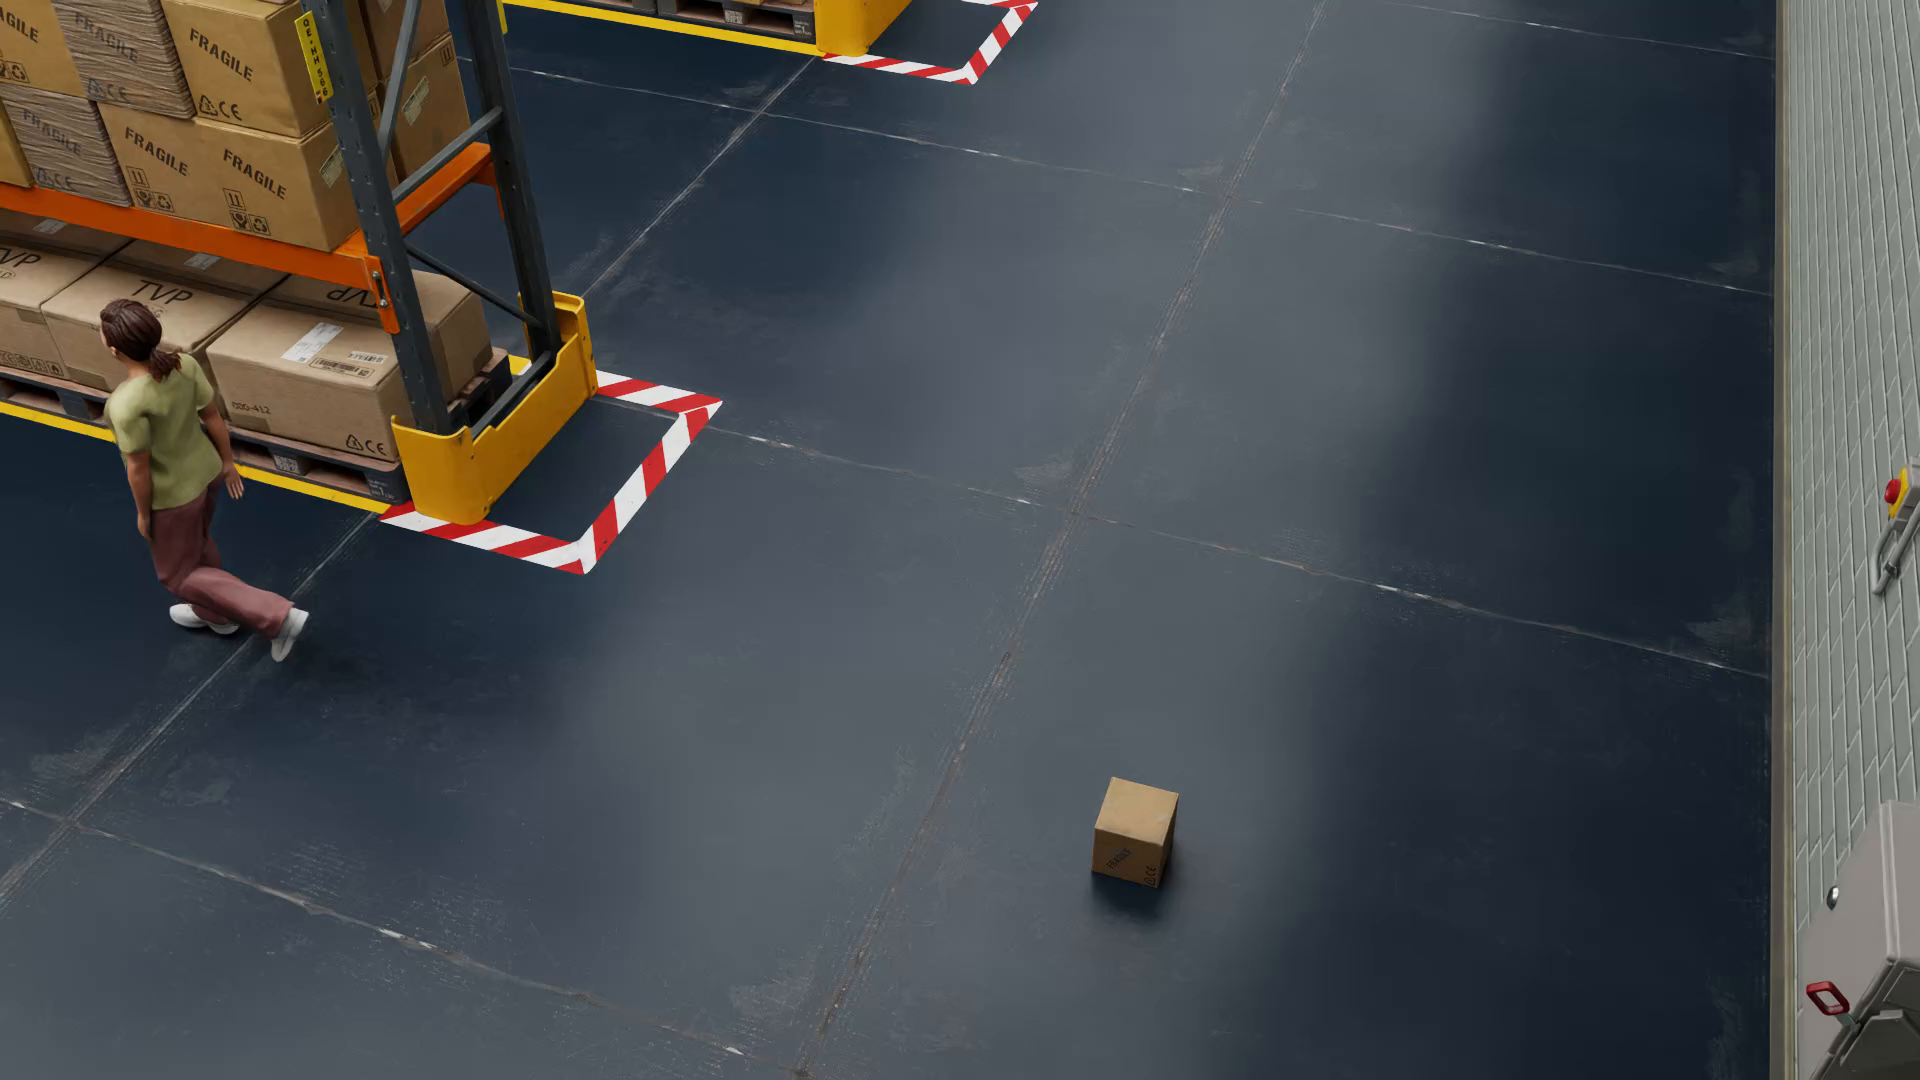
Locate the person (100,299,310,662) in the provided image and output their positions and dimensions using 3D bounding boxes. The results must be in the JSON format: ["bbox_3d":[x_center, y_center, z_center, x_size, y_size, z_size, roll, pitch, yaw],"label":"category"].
[{"bbox_3d":[-2.943,-0.200,6.365,0.783,1.645,0.446,9,43,10],"label":"person"}]
